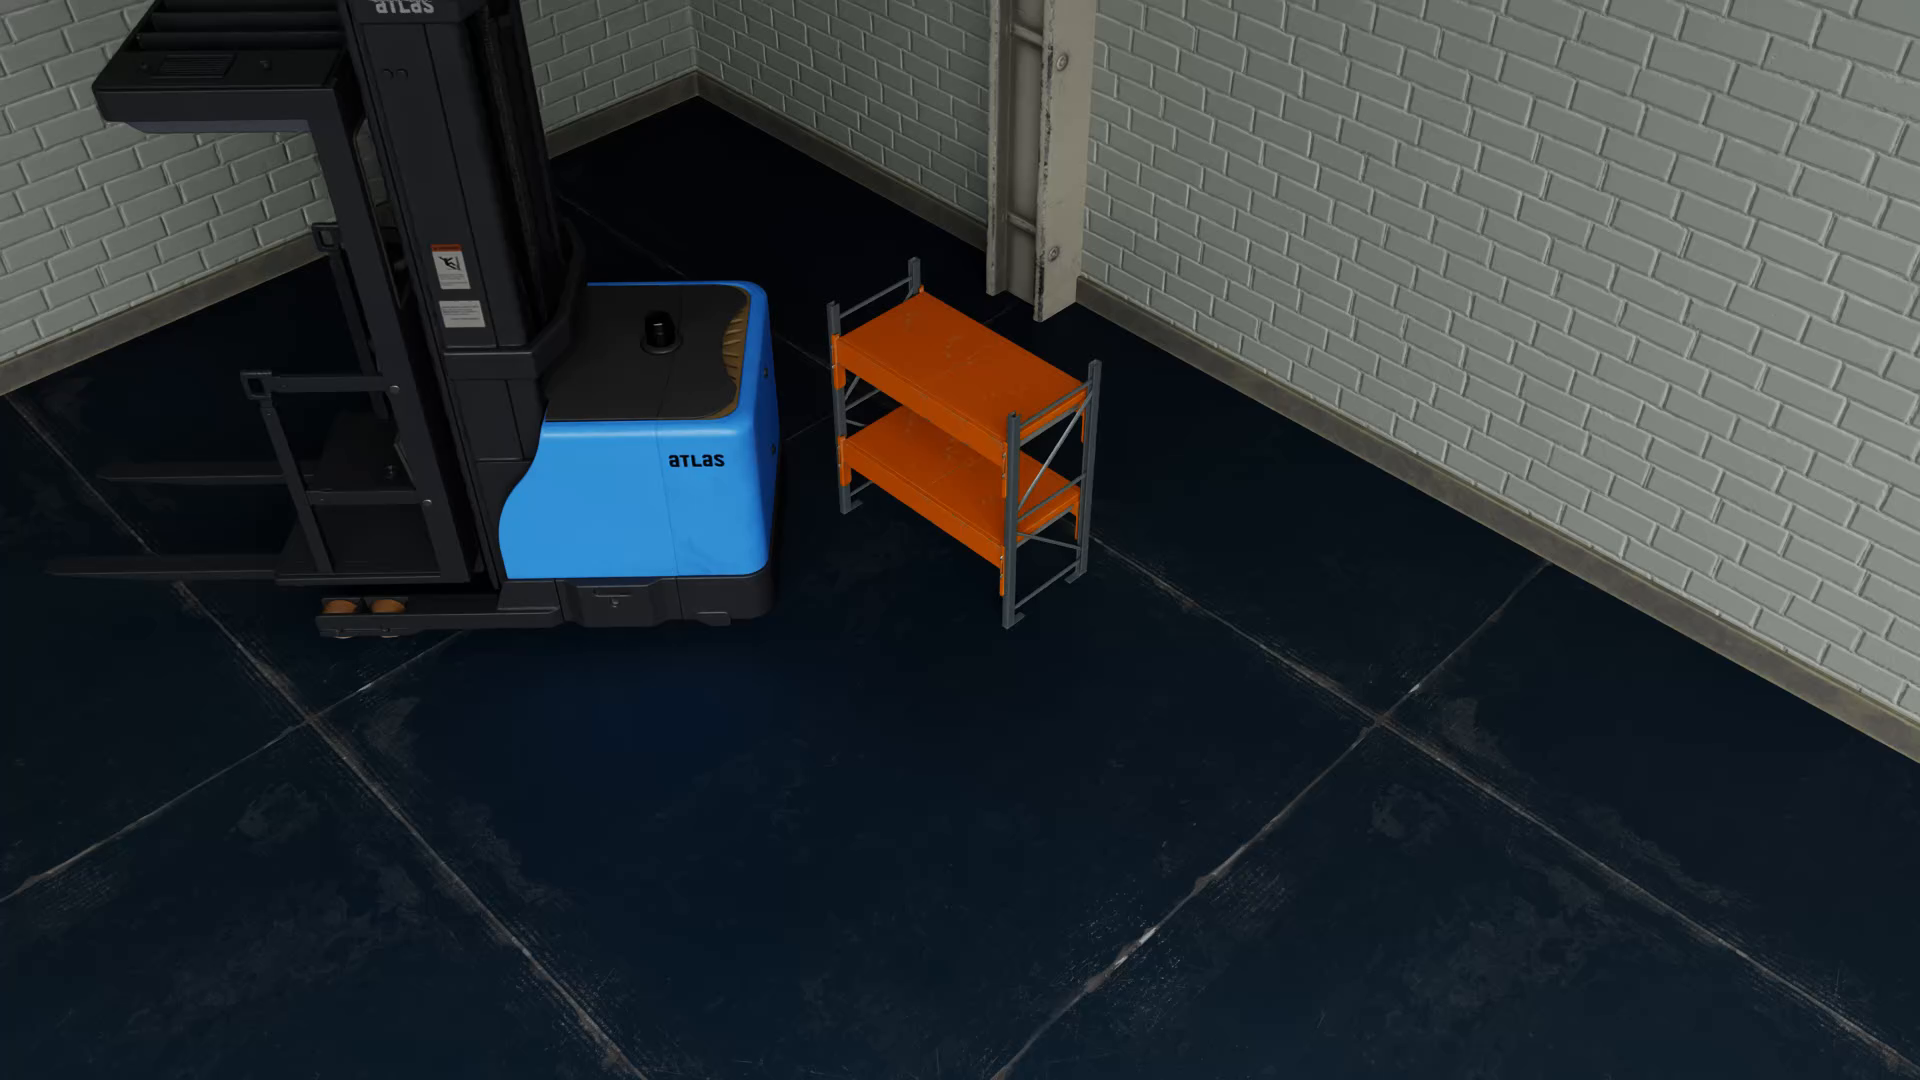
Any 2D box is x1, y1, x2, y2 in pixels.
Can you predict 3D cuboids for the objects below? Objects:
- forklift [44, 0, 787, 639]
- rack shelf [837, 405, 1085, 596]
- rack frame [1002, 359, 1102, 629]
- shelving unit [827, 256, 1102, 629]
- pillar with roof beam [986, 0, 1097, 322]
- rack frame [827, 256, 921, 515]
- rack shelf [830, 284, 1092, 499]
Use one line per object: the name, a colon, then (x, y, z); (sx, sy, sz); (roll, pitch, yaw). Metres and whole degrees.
forklift: (-2.298, -1.031, 6.324); (3.031, 2.935, 1.130); (-1, 43, -1)
rack shelf: (0.005, -0.230, 7.148); (0.538, 0.278, 1.000); (-34, 53, -31)
rack frame: (0.364, -0.166, 6.718); (0.500, 1.125, 0.032); (-34, 53, -31)
shelving unit: (0.005, -0.410, 6.982); (0.538, 1.125, 1.048); (-34, 53, -31)
pillar with roof beam: (-2.667, -2.531, 3.476); (9.100, 9.000, 0.400); (-34, 53, -31)
rack frame: (-0.354, -0.654, 7.246); (0.500, 1.125, 0.032); (-34, 53, -31)
rack shelf: (0.005, -0.625, 6.783); (0.538, 0.278, 1.000); (-34, 53, -31)
